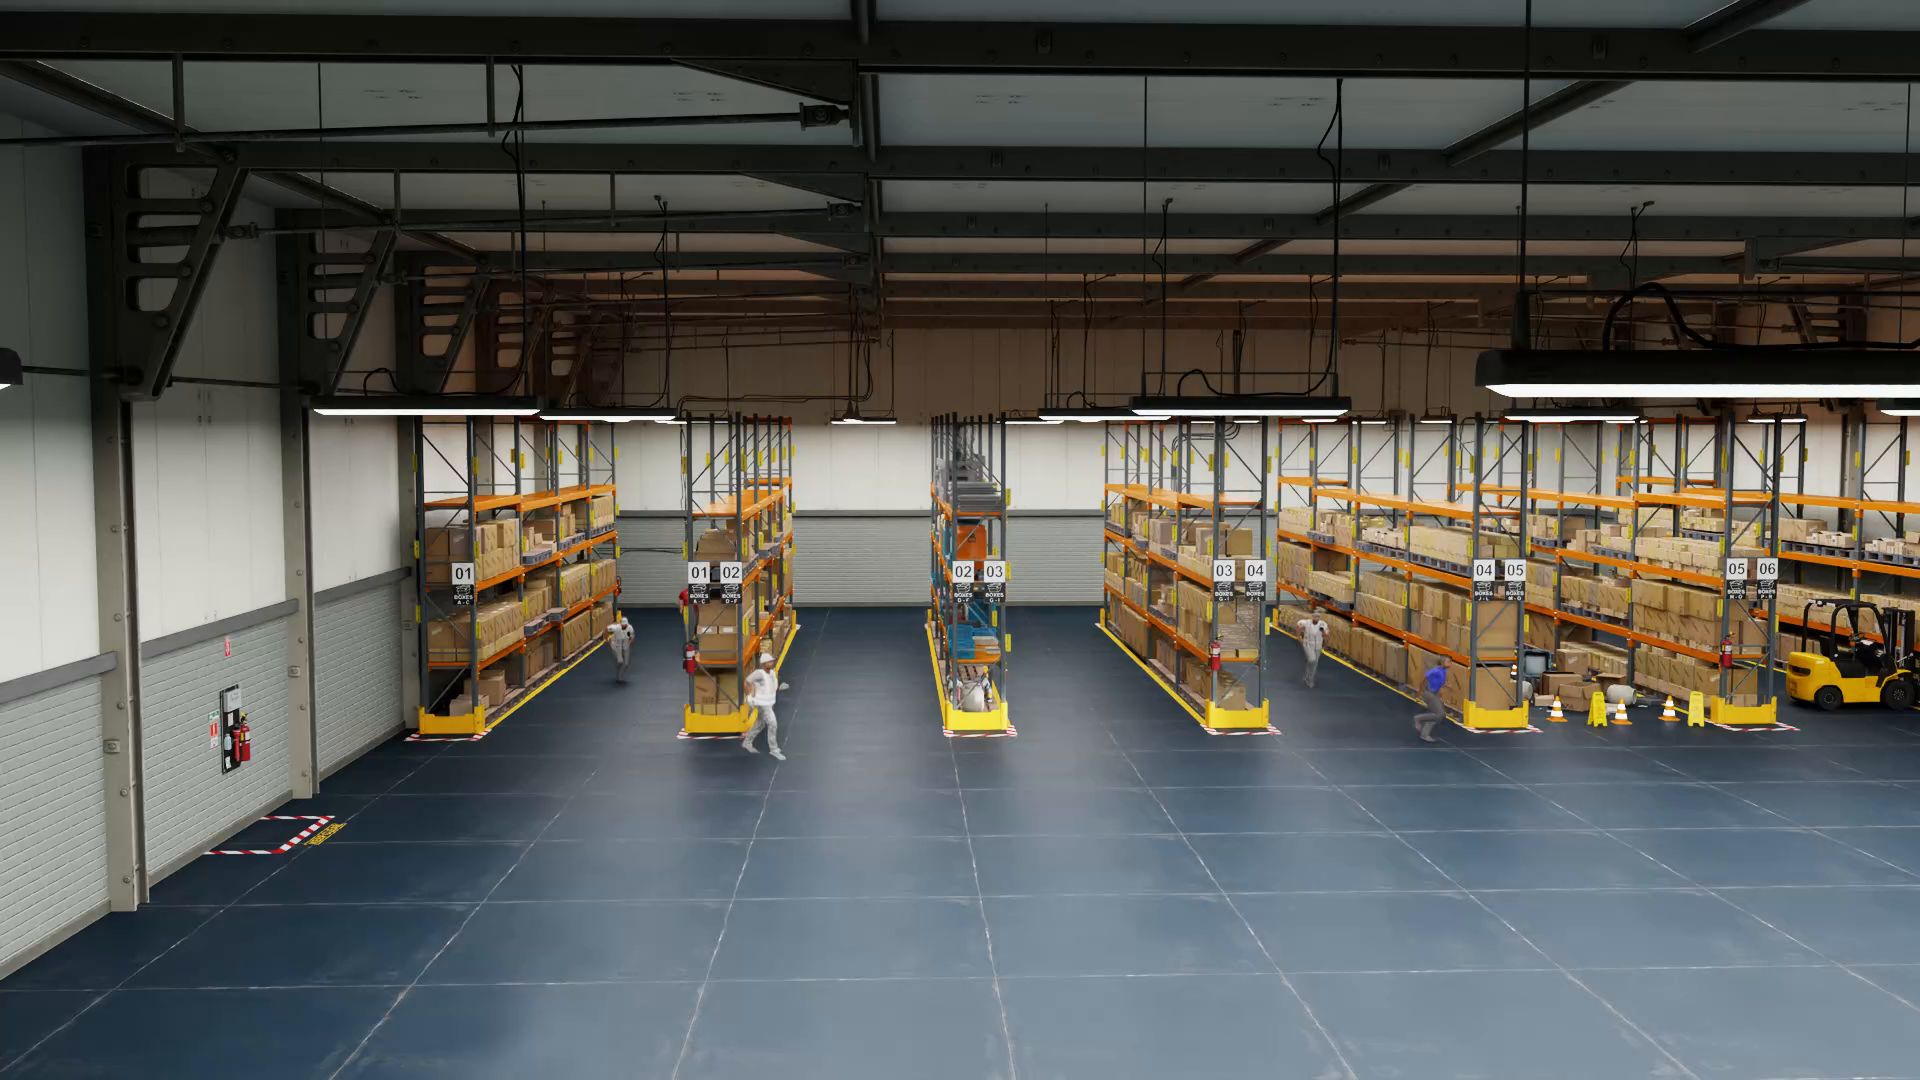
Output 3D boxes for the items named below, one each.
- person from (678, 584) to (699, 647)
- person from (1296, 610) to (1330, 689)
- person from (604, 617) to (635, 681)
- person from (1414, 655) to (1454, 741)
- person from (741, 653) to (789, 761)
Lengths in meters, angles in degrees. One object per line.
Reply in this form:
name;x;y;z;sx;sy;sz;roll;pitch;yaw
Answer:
person;-7.045;1.925;43.498;0.645;1.717;0.900;-1;4;-8
person;7.751;2.378;36.568;0.647;1.759;0.947;-1;4;-9
person;-7.612;2.445;37.193;0.636;1.496;0.860;-2;4;-26
person;8.653;2.886;30.335;0.686;1.584;0.549;2;4;28
person;-3.385;2.862;28.679;0.899;1.828;0.668;1;4;17
